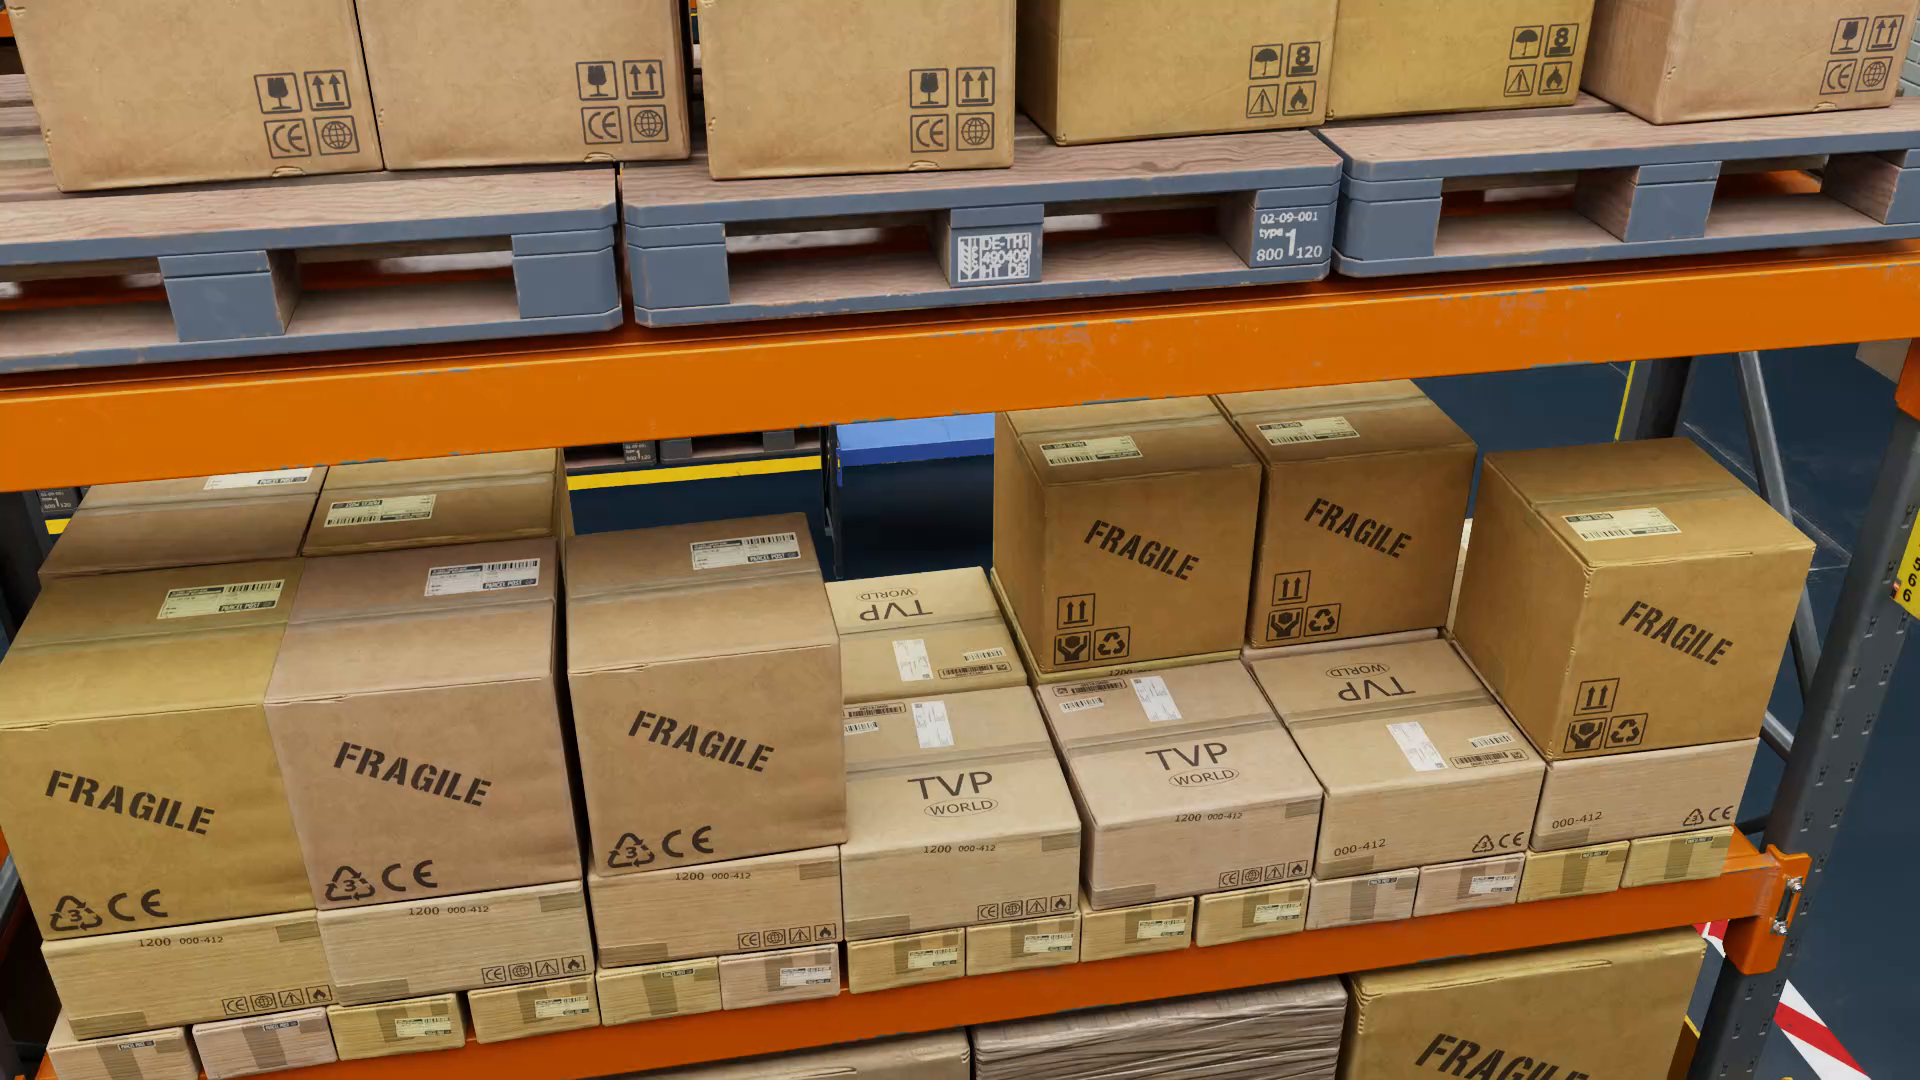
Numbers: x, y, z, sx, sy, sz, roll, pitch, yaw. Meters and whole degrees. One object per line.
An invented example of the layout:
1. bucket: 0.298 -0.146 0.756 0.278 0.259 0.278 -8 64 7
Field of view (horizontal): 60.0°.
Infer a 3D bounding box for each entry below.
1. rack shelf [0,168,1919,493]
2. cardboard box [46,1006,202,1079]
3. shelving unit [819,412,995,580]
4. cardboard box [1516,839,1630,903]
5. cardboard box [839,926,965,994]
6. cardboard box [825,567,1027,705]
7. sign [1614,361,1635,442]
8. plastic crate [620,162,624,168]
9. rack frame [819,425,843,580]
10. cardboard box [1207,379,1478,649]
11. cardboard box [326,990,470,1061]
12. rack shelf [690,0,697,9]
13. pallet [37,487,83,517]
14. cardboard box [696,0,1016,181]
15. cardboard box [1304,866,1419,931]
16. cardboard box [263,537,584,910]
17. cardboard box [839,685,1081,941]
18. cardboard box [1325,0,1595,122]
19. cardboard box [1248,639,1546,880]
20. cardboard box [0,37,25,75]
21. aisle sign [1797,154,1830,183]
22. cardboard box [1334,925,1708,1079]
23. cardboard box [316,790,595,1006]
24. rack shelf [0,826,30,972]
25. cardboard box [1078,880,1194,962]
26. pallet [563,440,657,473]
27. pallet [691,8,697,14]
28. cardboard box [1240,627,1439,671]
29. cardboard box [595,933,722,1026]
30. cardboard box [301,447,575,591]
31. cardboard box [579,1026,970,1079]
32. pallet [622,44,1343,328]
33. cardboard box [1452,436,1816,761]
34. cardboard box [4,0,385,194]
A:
1. rack shelf: -0.067 -0.470 3.340 4.000 0.370 1.077 -5 31 -9
2. cardboard box: -1.683 0.943 3.435 0.250 0.149 0.380 -5 31 -9
3. shelving unit: -0.084 -0.639 7.357 1.048 1.500 0.538 -5 31 -9
4. cardboard box: 1.354 0.660 3.916 0.250 0.149 0.380 -5 31 -8
5. cardboard box: -0.150 0.800 3.678 0.250 0.149 0.380 -6 31 -10
6. cardboard box: -0.137 0.321 4.099 0.500 0.250 0.500 -6 31 -10
7. sign: 1.807 -0.354 4.460 0.005 0.325 0.100 -5 31 -9
8. plastic crate: -1.391 -1.796 7.903 0.530 0.282 0.437 -5 31 -9
9. rack frame: -0.584 -0.592 7.278 0.032 1.500 0.500 -5 31 -9
10. cardboard box: 0.888 -0.101 4.078 0.500 0.500 0.500 -6 31 -10
11. cardboard box: -1.166 0.895 3.517 0.250 0.149 0.380 -4 31 -7
12. rack shelf: -1.847 -4.116 12.501 4.000 0.370 1.077 -5 31 -9
13. pallet: -4.895 -0.409 8.237 1.213 0.211 1.003 -5 31 -9
14. cardboard box: -0.205 -0.990 2.903 0.500 0.500 0.700 -4 31 -7
15. cardboard box: 0.860 0.705 3.840 0.250 0.149 0.380 -5 31 -8
16. cardboard box: -1.031 0.352 3.307 0.500 0.500 0.500 -5 31 -9
17. cardboard box: -0.039 0.586 3.649 0.500 0.250 0.500 -5 31 -9
18. cardboard box: 0.824 -1.164 3.200 0.500 0.500 0.700 -6 31 -11
19. cardboard box: 0.973 0.490 3.813 0.500 0.250 0.500 -6 31 -10
20. cardboard box: -6.817 -3.524 12.075 0.500 0.250 0.500 -4 31 -7
21. aisle sign: 1.918 -0.946 3.835 0.004 0.787 0.394 -5 31 -9
22. cardboard box: 1.286 1.164 4.493 0.875 0.875 0.875 -5 31 -9
23. cardboard box: -1.034 0.677 3.494 0.500 0.250 0.500 -5 31 -9
24. rack shelf: -4.001 1.188 3.479 4.000 0.370 1.077 -5 31 -9
25. cardboard box: 0.350 0.754 3.757 0.250 0.149 0.380 -5 31 -9
26. pallet: -2.210 -0.658 8.661 1.213 0.211 1.003 -5 31 -9
27. pallet: -2.746 -5.655 17.158 1.213 0.211 1.003 -5 31 -9
28. cardboard box: 0.870 0.227 4.259 0.500 0.250 0.500 -6 31 -10
29. cardboard box: -0.656 0.846 3.599 0.250 0.149 0.380 -6 31 -10
30. cardboard box: -1.136 0.090 3.752 0.500 0.500 0.500 -5 31 -8
31. cardboard box: -0.485 1.328 4.214 0.875 0.875 0.875 -5 31 -9
32. pallet: -0.030 -0.738 3.174 1.213 0.211 1.003 -5 31 -9
33. cardboard box: 1.469 0.119 3.703 0.500 0.500 0.500 -5 31 -8
34. cardboard box: -1.275 -0.966 2.862 0.500 0.500 0.700 -7 31 -12
